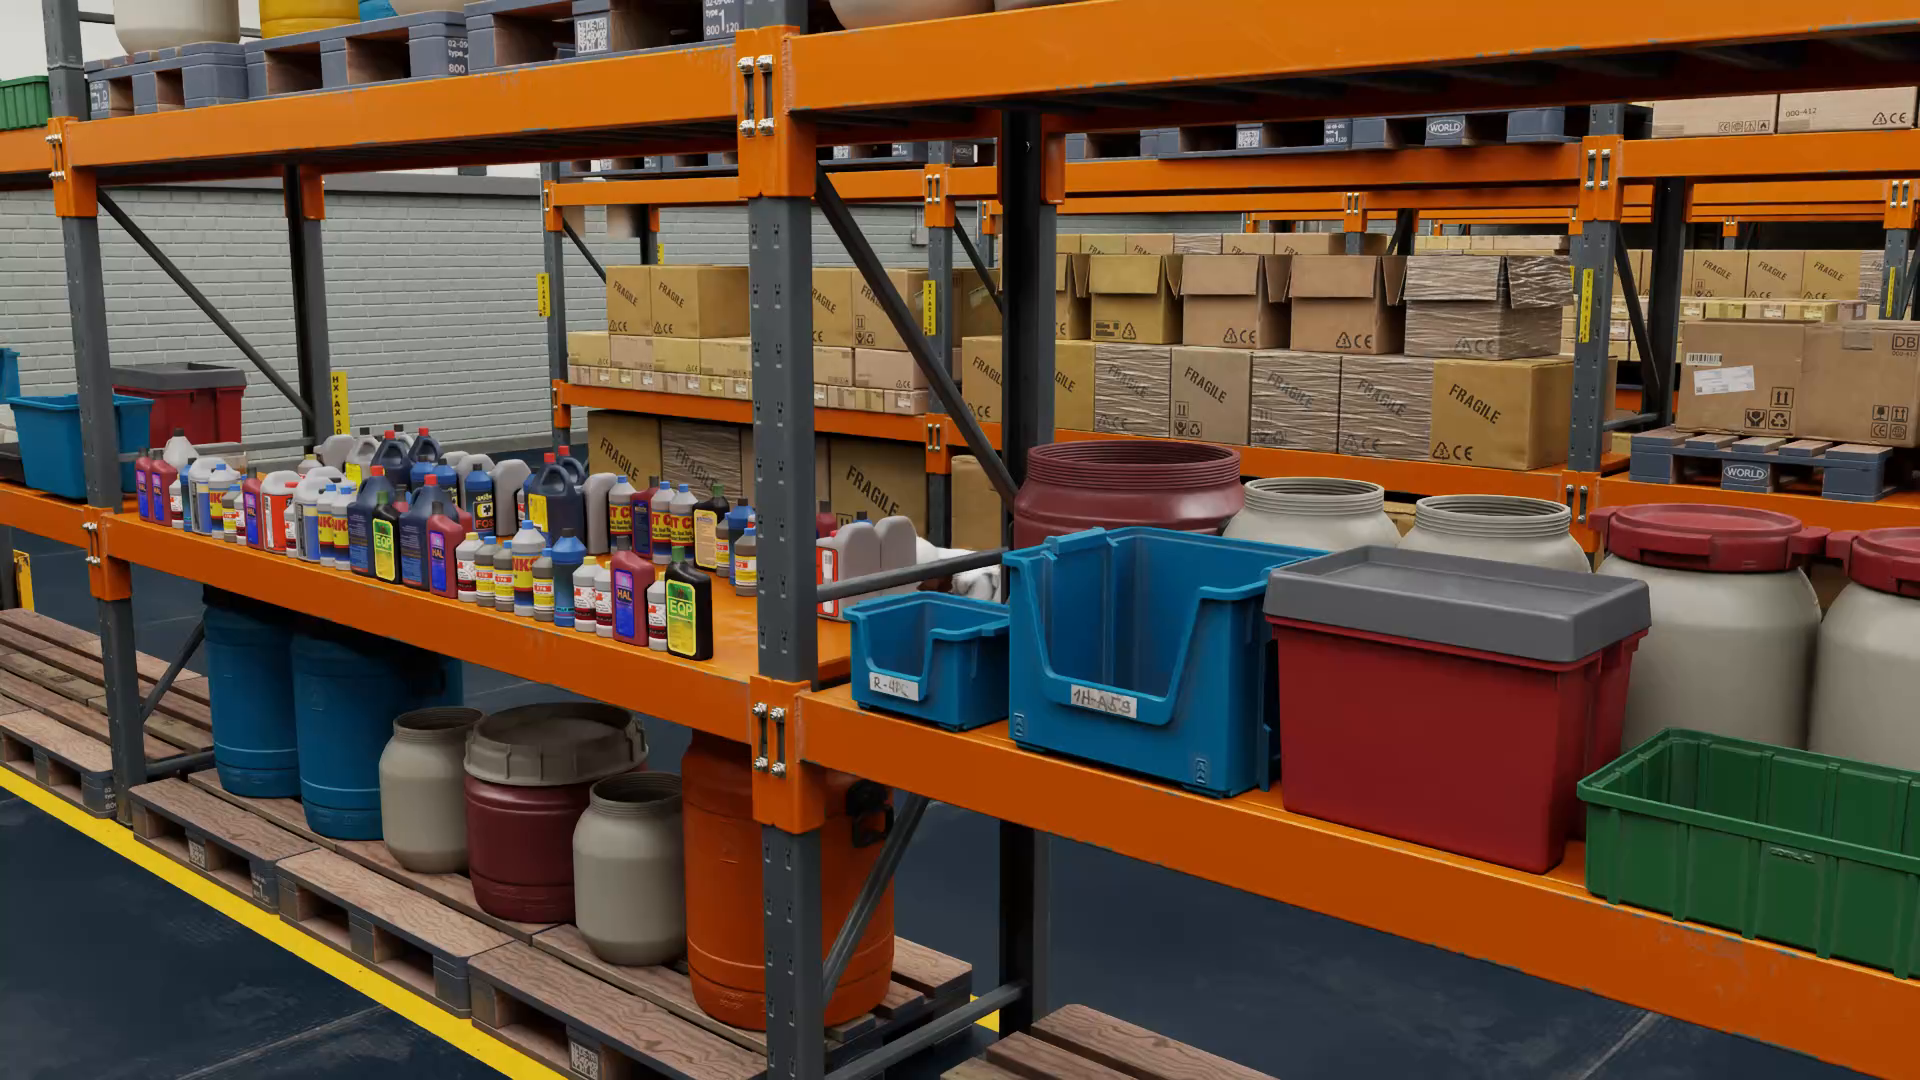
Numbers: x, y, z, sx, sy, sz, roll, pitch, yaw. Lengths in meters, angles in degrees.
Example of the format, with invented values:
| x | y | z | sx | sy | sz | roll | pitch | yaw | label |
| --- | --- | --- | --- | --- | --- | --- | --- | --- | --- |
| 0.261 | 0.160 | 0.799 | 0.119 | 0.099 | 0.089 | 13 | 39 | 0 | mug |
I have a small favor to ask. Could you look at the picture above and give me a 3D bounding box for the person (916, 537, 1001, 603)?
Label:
| x | y | z | sx | sy | sz | roll | pitch | yaw | label |
| --- | --- | --- | --- | --- | --- | --- | --- | --- | --- |
| -0.025 | 0.450 | 8.005 | 0.570 | 1.023 | 0.909 | 9 | 13 | 40 | person |
